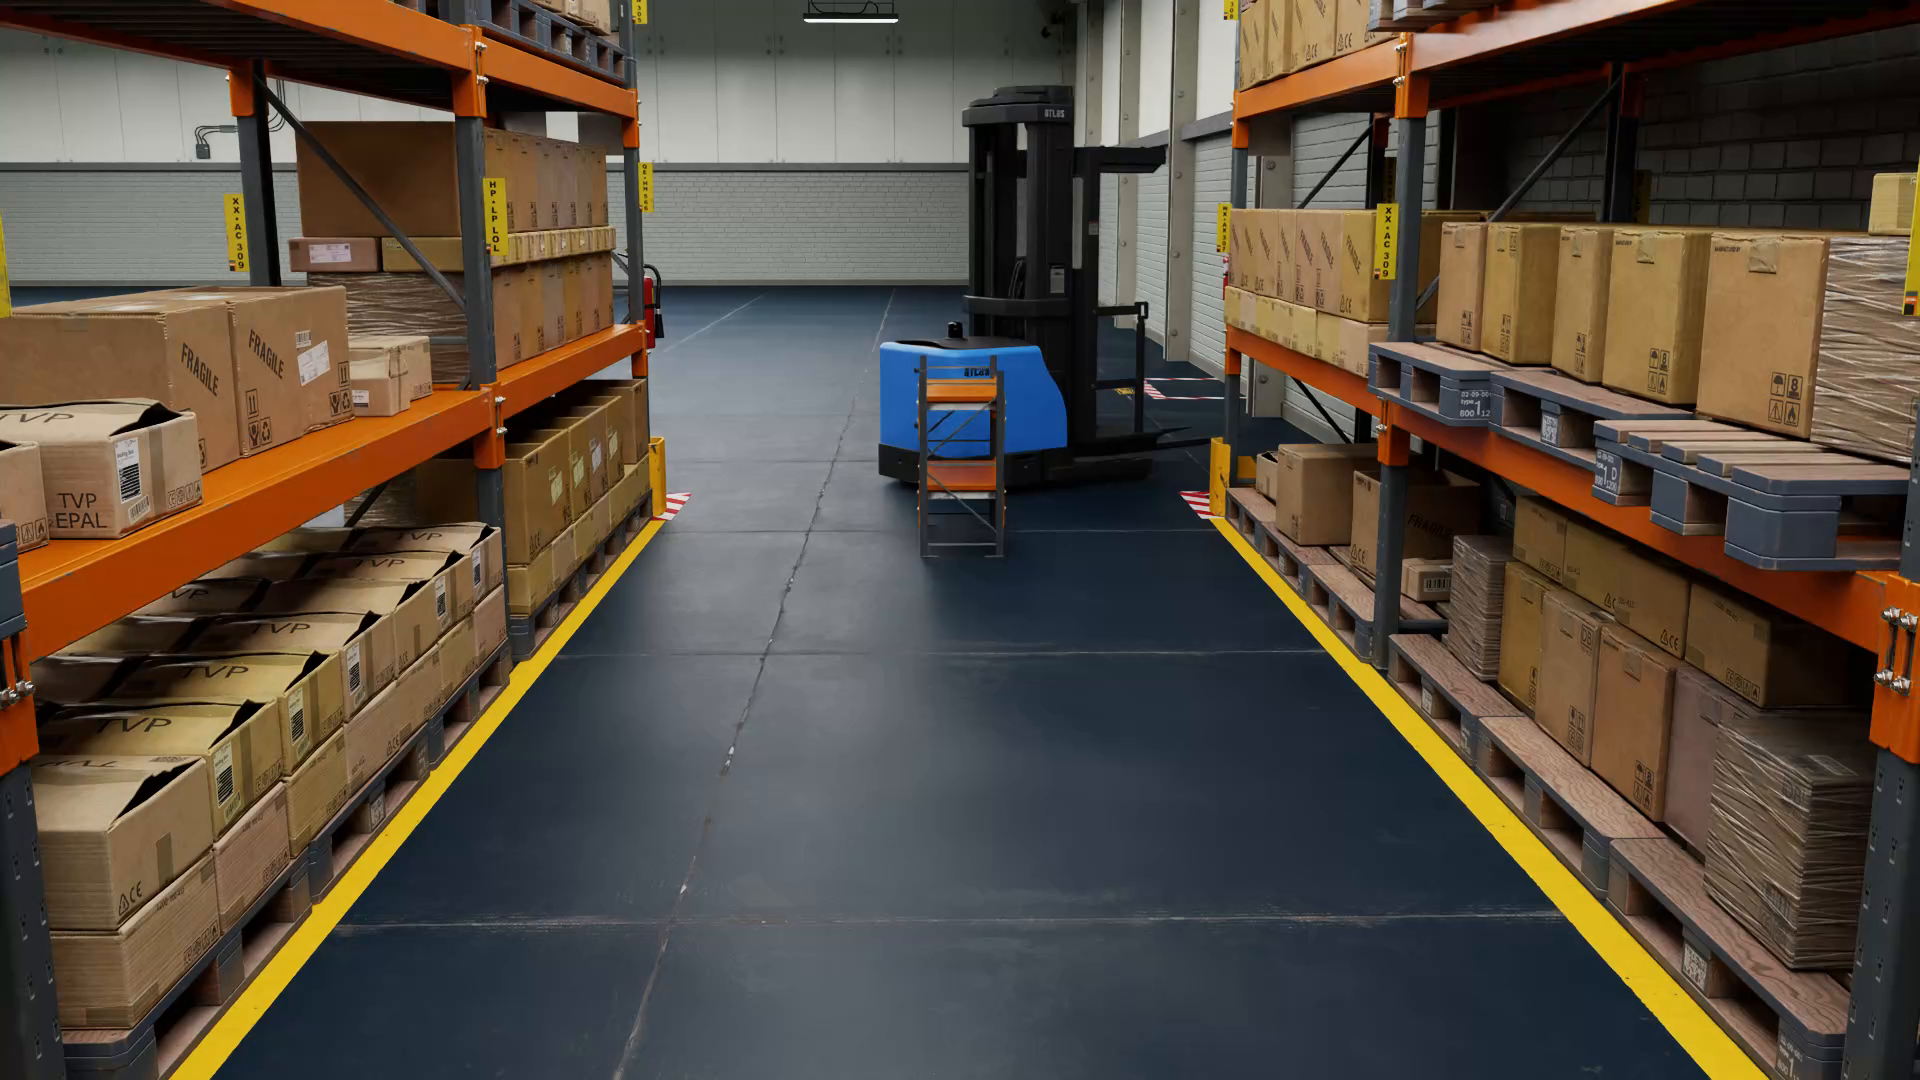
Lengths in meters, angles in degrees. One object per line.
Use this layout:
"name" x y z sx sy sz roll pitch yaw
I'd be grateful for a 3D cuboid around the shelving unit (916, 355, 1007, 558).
"shelving unit" 0.000 -0.550 10.441 0.538 1.125 1.048 0 11 -1

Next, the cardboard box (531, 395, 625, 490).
"cardboard box" -2.286 -0.577 9.834 0.500 0.500 0.500 0 11 -1

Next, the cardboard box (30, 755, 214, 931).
"cardboard box" -2.182 0.696 4.032 0.500 0.311 0.500 0 11 1

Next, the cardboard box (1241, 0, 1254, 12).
"cardboard box" 2.088 -3.618 10.488 0.500 0.500 0.500 -1 12 -5

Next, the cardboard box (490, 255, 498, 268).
"cardboard box" -2.364 -1.332 7.695 0.380 0.149 0.250 0 11 0

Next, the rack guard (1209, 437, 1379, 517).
"rack guard" 2.324 -0.437 11.454 1.175 0.500 0.348 0 11 -1

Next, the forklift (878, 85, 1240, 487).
"forklift" 0.880 -1.963 12.865 3.031 2.935 1.130 -8 14 -34

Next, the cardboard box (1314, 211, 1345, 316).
"cardboard box" 2.071 -1.377 8.245 0.500 0.500 0.500 0 11 -1

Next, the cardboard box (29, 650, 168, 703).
"cardboard box" -2.746 0.495 5.025 0.500 0.311 0.500 0 11 -2

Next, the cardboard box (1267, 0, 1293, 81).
"cardboard box" 2.070 -2.928 9.601 0.500 0.500 0.500 0 11 1

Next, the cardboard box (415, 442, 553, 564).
"cardboard box" -2.244 -0.180 7.874 0.500 0.500 0.500 0 11 -1

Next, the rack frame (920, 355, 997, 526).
"rack frame" -0.010 -0.651 10.939 0.500 1.125 0.032 0 11 -1

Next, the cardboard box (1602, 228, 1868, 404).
"cardboard box" 2.420 -0.692 5.068 0.700 0.500 0.500 0 11 -1

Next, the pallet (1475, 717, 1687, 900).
"pallet" 2.451 0.883 5.676 1.003 0.211 1.213 0 11 -1

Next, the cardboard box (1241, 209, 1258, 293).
"cardboard box" 2.032 -1.786 10.260 0.500 0.500 0.500 0 11 -1

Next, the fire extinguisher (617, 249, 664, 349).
"fire extinguisher" -2.168 -1.643 11.309 0.296 0.674 0.183 0 11 -1

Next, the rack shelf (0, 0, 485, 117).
"rack shelf" -2.506 -1.580 5.070 1.077 0.370 4.000 0 11 -1

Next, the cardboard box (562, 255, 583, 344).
"cardboard box" -2.613 -1.409 9.707 0.700 0.500 0.500 0 11 -1

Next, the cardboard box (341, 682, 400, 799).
"cardboard box" -2.220 0.666 5.592 0.500 0.250 0.500 0 11 0

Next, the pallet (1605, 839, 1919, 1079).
"pallet" 2.473 1.125 4.484 1.003 0.211 1.213 0 11 -1

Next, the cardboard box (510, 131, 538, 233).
"cardboard box" -2.584 -1.833 8.538 0.700 0.500 0.500 0 11 -1

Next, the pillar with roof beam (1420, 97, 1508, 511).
"pillar with roof beam" -1.102 -4.464 9.928 9.100 9.000 0.400 0 11 -1

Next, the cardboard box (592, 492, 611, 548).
"cardboard box" -2.280 -0.110 9.418 0.500 0.250 0.500 0 11 -1

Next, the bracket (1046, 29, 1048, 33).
"bracket" 2.182 -12.644 41.195 0.076 0.066 3.189 0 11 -1

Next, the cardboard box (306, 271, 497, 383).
"cardboard box" -2.563 -0.998 7.681 0.700 0.500 0.500 -1 11 -3

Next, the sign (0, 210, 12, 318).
"sign" -1.922 -0.598 3.250 0.100 0.325 0.005 0 11 -1

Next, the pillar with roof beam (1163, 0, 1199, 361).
"pillar with roof beam" -1.350 -6.849 21.686 9.100 9.000 0.400 0 11 -1

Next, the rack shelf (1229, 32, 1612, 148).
"rack shelf" 2.364 -2.397 9.093 1.077 0.370 4.000 0 11 -1

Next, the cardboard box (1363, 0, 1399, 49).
"cardboard box" 2.148 -2.510 7.542 0.500 0.500 0.500 0 11 0

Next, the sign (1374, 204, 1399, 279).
"sign" 1.863 -1.302 7.256 0.100 0.325 0.005 0 11 -1

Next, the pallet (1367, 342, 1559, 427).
"pallet" 2.276 -0.635 6.628 1.003 0.211 1.213 0 11 -1

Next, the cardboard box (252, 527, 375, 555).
"cardboard box" -2.788 0.090 7.022 0.500 0.311 0.500 0 11 -1

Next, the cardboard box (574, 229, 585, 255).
"cardboard box" -2.410 -1.742 9.720 0.380 0.149 0.250 0 11 1

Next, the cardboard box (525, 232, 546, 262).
"cardboard box" -2.390 -1.538 8.712 0.380 0.149 0.250 -1 11 -3

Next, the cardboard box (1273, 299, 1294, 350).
"cardboard box" 2.053 -1.210 9.305 0.500 0.250 0.500 0 11 -1

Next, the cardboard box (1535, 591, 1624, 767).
"cardboard box" 2.468 0.478 5.838 0.700 0.500 0.500 0 11 -1

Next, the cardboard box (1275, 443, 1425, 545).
"cardboard box" 2.224 -0.270 9.526 0.700 0.500 0.500 -1 12 -5

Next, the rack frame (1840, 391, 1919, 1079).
"rack frame" 2.485 -0.086 3.441 0.949 2.616 0.053 0 11 -1

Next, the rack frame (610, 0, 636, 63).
"rack frame" -2.630 -4.596 10.579 1.000 3.000 0.127 0 11 -1

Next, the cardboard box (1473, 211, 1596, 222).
"cardboard box" 2.605 -1.280 7.763 0.500 0.500 0.500 -1 11 -2

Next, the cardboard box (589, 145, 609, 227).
"cardboard box" -2.632 -2.237 10.527 0.700 0.500 0.500 0 11 -1

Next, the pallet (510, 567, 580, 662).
"pallet" -2.522 0.348 8.314 1.003 0.211 1.213 0 11 -1

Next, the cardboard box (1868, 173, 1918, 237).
"cardboard box" 2.430 -0.801 3.975 0.380 0.149 0.250 -2 12 -11

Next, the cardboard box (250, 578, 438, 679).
"cardboard box" -2.227 0.288 6.043 0.500 0.311 0.500 0 11 -1

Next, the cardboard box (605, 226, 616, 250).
"cardboard box" -2.431 -1.947 10.731 0.380 0.149 0.250 0 11 -2

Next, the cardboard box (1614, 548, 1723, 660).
"cardboard box" 2.456 0.197 5.339 0.500 0.250 0.500 0 11 -1

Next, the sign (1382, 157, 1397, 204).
"sign" 2.878 -2.397 11.125 0.100 0.325 0.005 0 11 -1

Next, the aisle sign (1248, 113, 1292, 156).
"aisle sign" 2.021 -2.964 11.086 0.394 0.787 0.004 0 11 -1

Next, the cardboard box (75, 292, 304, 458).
"cardboard box" -2.526 -0.553 5.487 0.500 0.500 0.500 0 11 -1

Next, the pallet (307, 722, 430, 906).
"pallet" -2.465 0.895 5.614 1.003 0.211 1.213 0 11 -1
